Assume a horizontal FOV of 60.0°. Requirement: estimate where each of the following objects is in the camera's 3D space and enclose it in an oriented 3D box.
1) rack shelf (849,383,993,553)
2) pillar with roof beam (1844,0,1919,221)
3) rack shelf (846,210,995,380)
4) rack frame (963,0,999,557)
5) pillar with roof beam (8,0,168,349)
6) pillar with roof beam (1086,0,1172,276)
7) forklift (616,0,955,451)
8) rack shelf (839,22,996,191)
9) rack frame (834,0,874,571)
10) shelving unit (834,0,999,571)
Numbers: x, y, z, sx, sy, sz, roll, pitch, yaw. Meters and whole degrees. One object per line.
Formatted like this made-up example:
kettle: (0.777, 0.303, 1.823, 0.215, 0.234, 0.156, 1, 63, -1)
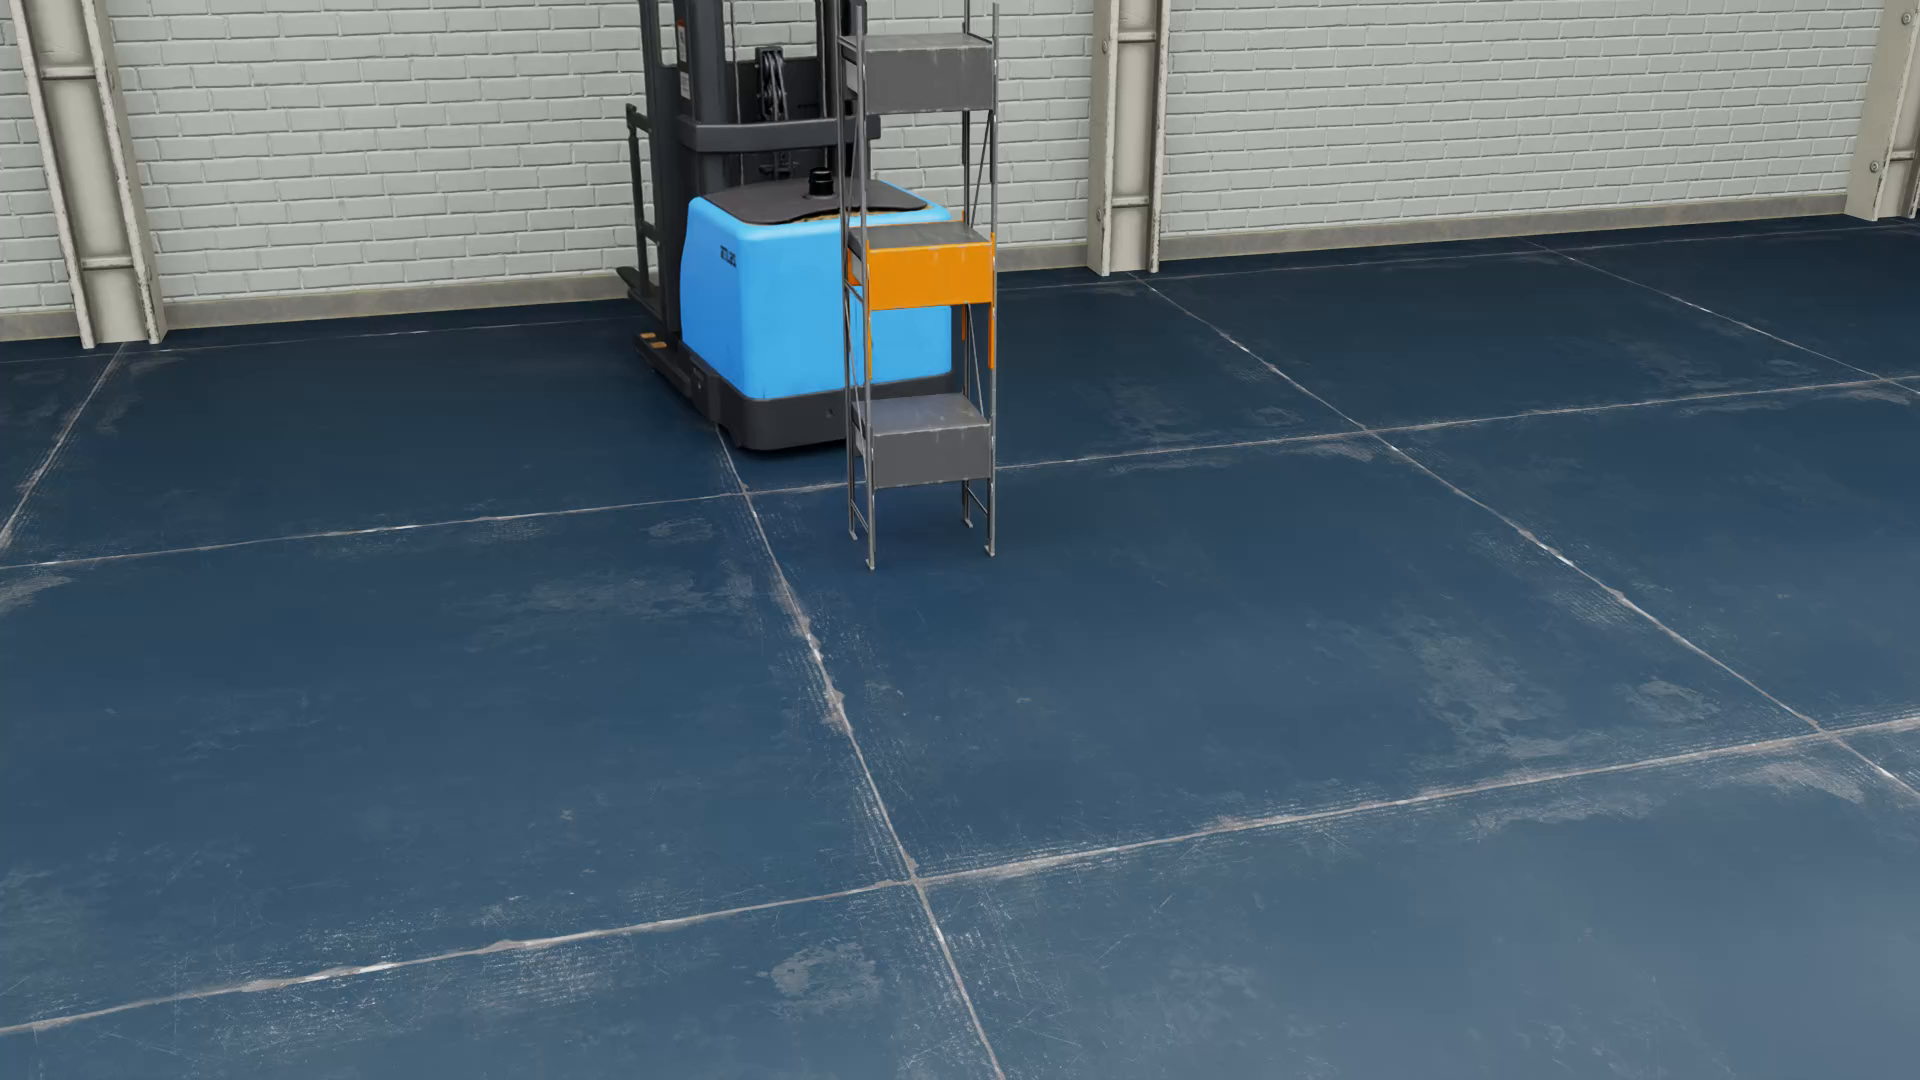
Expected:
rack shelf: (-0.159, -0.291, 6.576, 0.480, 0.518, 0.431, -6, 24, -14)
pillar with roof beam: (8.000, -4.920, 6.805, 0.400, 9.000, 9.100, -6, 24, -14)
rack shelf: (-0.159, -0.935, 6.300, 0.480, 0.518, 0.431, -6, 24, -14)
rack frame: (0.076, -0.973, 6.355, 0.015, 2.100, 0.400, -6, 24, -14)
pillar with roof beam: (-3.554, -3.642, 3.826, 0.400, 9.000, 9.100, -6, 24, -14)
pillar with roof beam: (2.223, -4.281, 5.316, 0.400, 9.000, 9.100, -6, 24, -14)
forklift: (-1.112, -2.298, 8.388, 1.130, 2.935, 3.031, -11, 25, -23)
rack shelf: (-0.159, -1.578, 6.024, 0.480, 0.518, 0.431, -6, 24, -14)
rack frame: (-0.394, -0.921, 6.234, 0.015, 2.100, 0.400, -6, 24, -14)
shelving unit: (-0.159, -0.947, 6.295, 0.503, 2.100, 0.431, -6, 24, -14)
